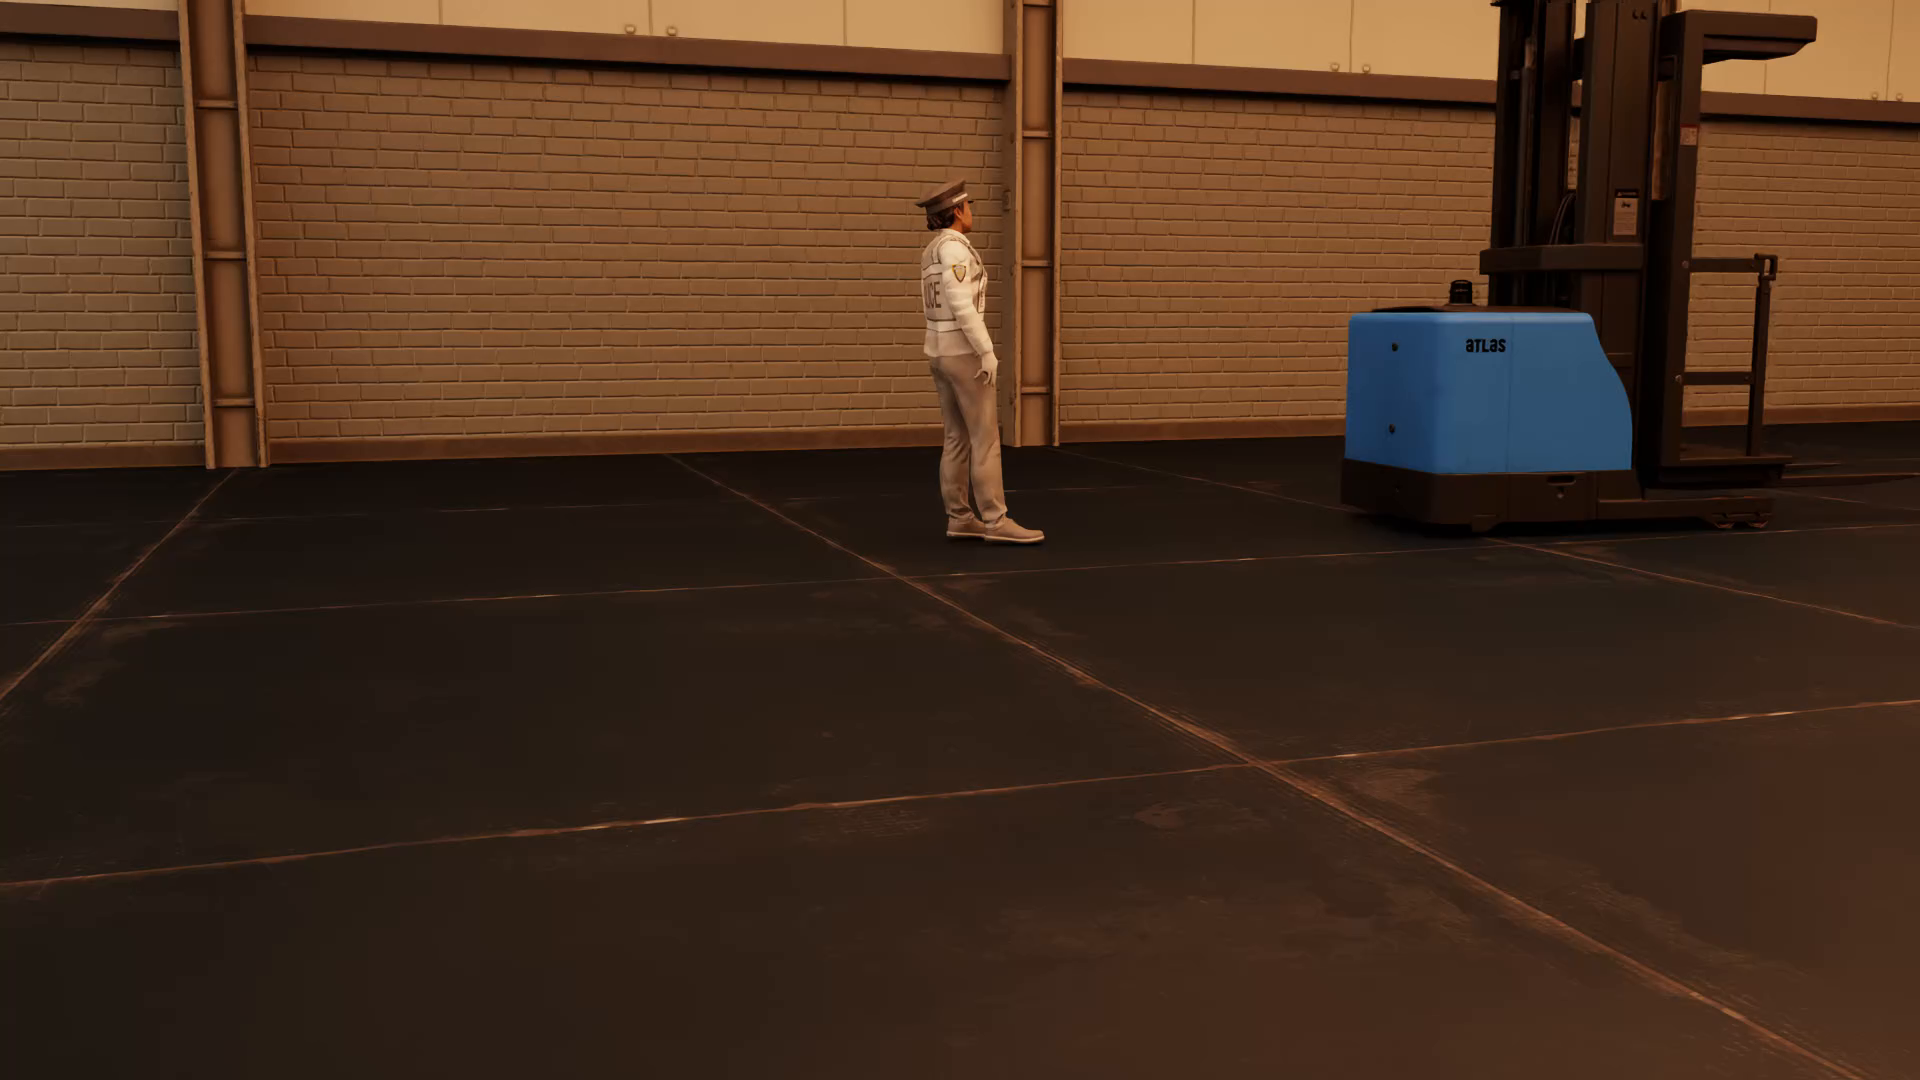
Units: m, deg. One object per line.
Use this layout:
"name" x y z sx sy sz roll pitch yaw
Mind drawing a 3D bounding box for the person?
"person" 0.068 -0.849 7.824 0.530 1.694 0.586 -3 8 -18

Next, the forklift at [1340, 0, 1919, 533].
"forklift" 3.597 -1.571 8.601 3.031 2.935 1.130 -2 8 -15
